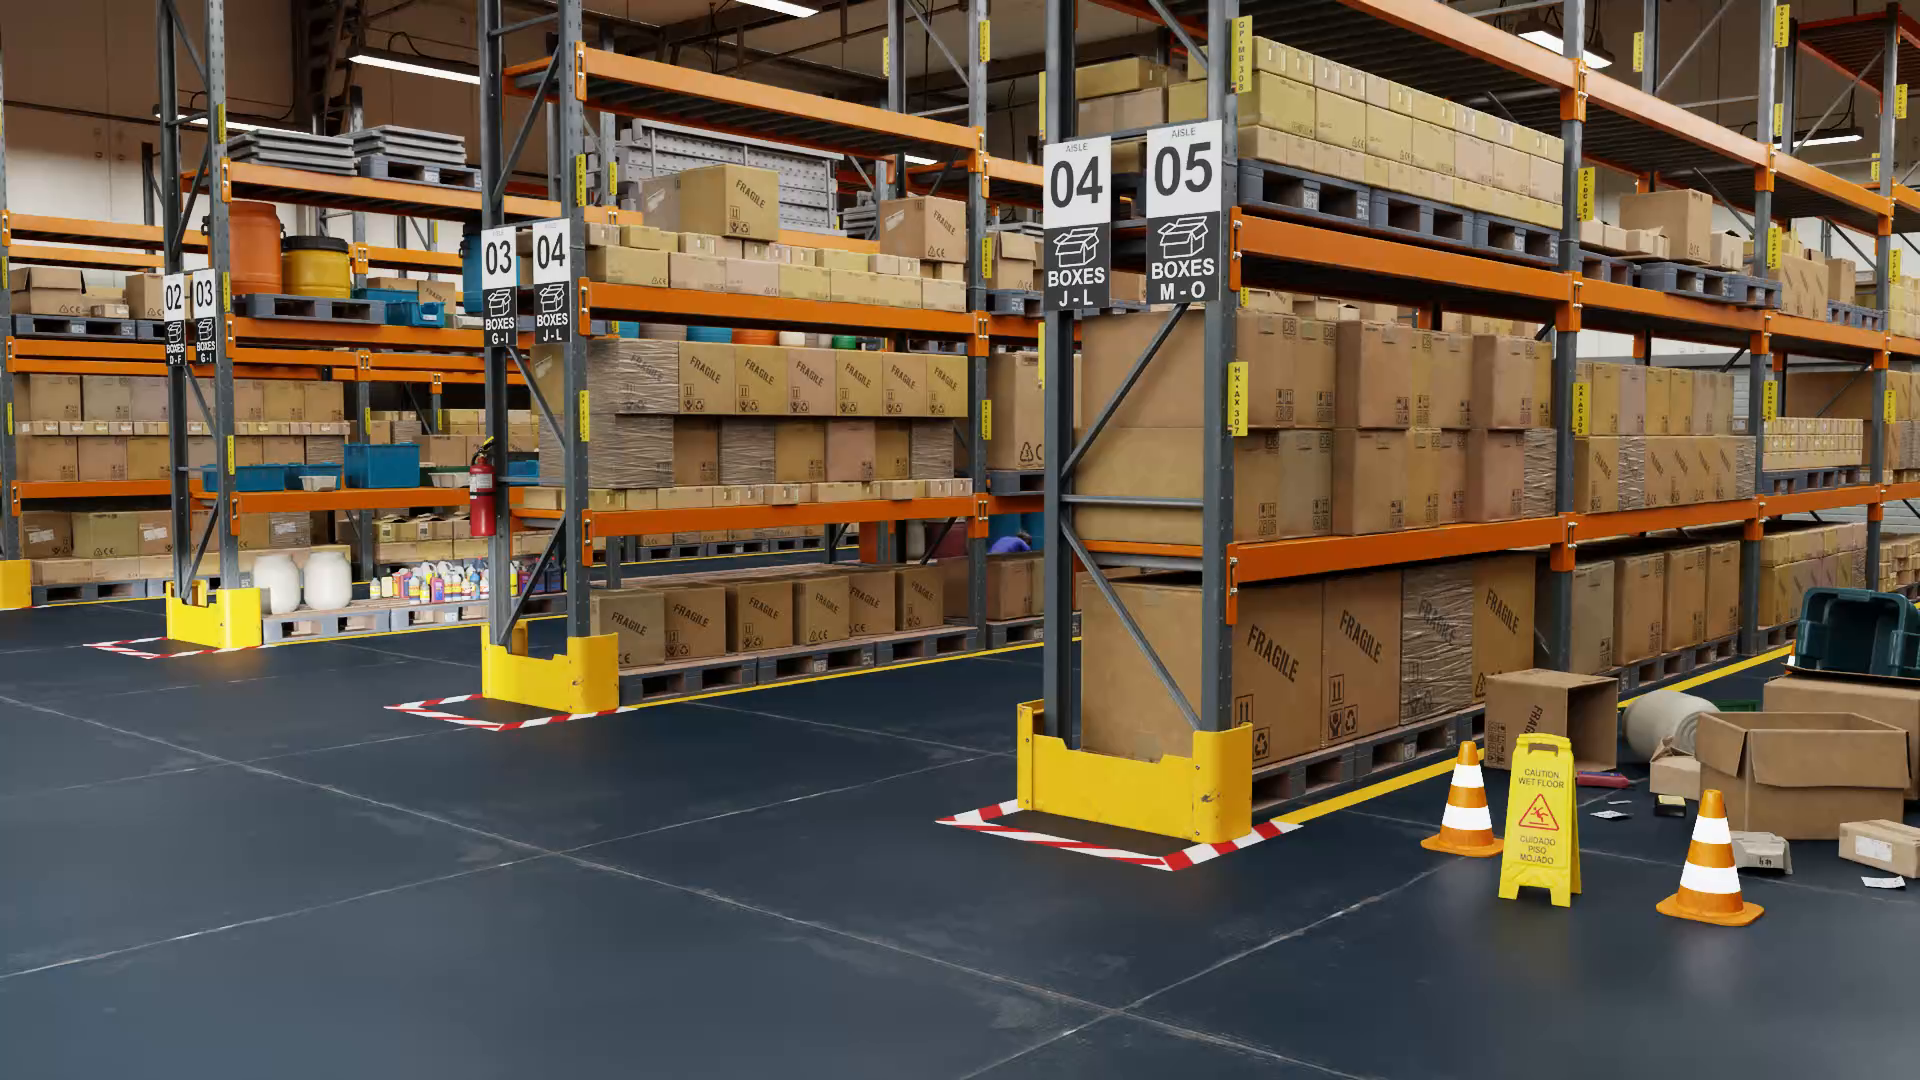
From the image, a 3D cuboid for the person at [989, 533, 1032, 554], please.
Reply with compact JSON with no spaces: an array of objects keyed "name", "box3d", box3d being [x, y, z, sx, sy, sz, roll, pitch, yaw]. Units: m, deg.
[{"name":"person","box3d":[0.532,0.333,18.002,0.461,0.799,0.841,3,5,40]}]
